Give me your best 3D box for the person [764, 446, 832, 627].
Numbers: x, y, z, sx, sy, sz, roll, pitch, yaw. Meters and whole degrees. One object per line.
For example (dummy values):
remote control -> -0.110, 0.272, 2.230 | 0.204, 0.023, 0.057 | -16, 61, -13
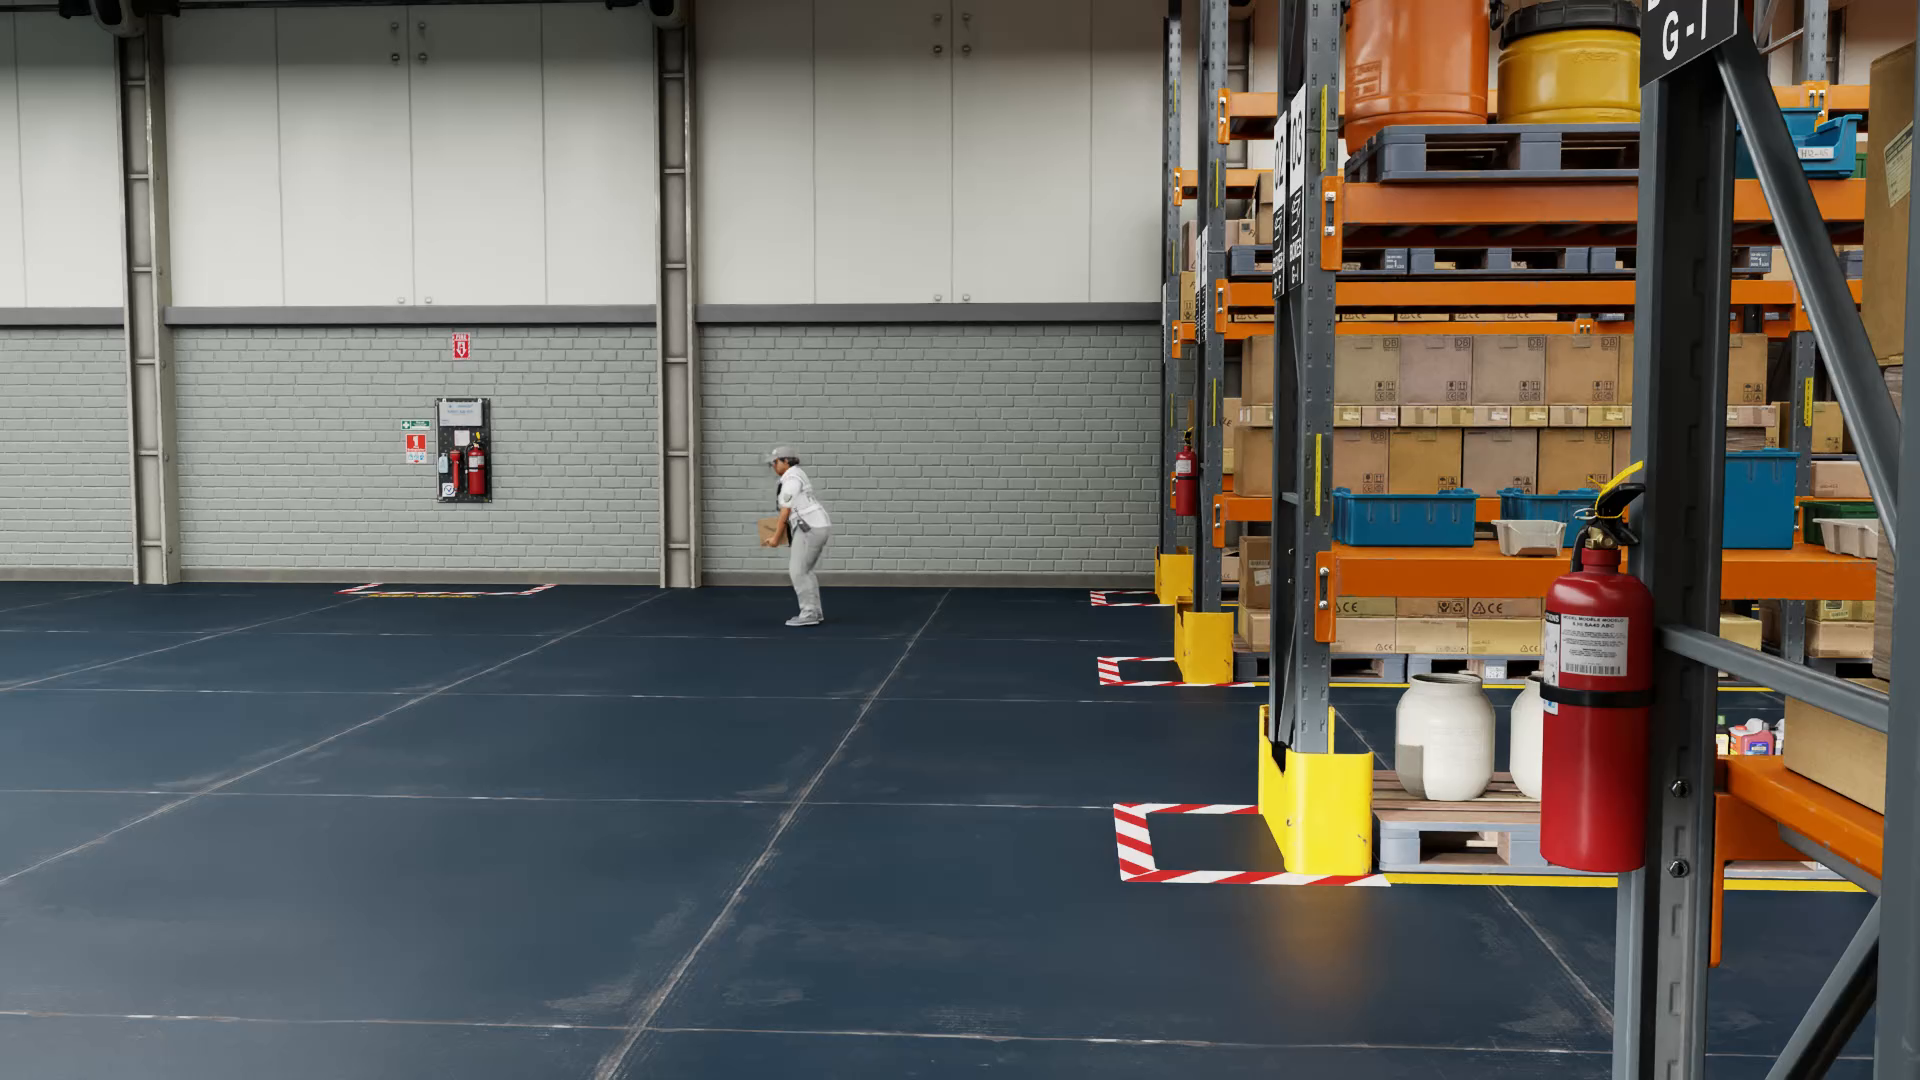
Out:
person -> -1.465, -0.041, 15.028 | 0.597, 1.621, 0.452 | 0, 4, 3
